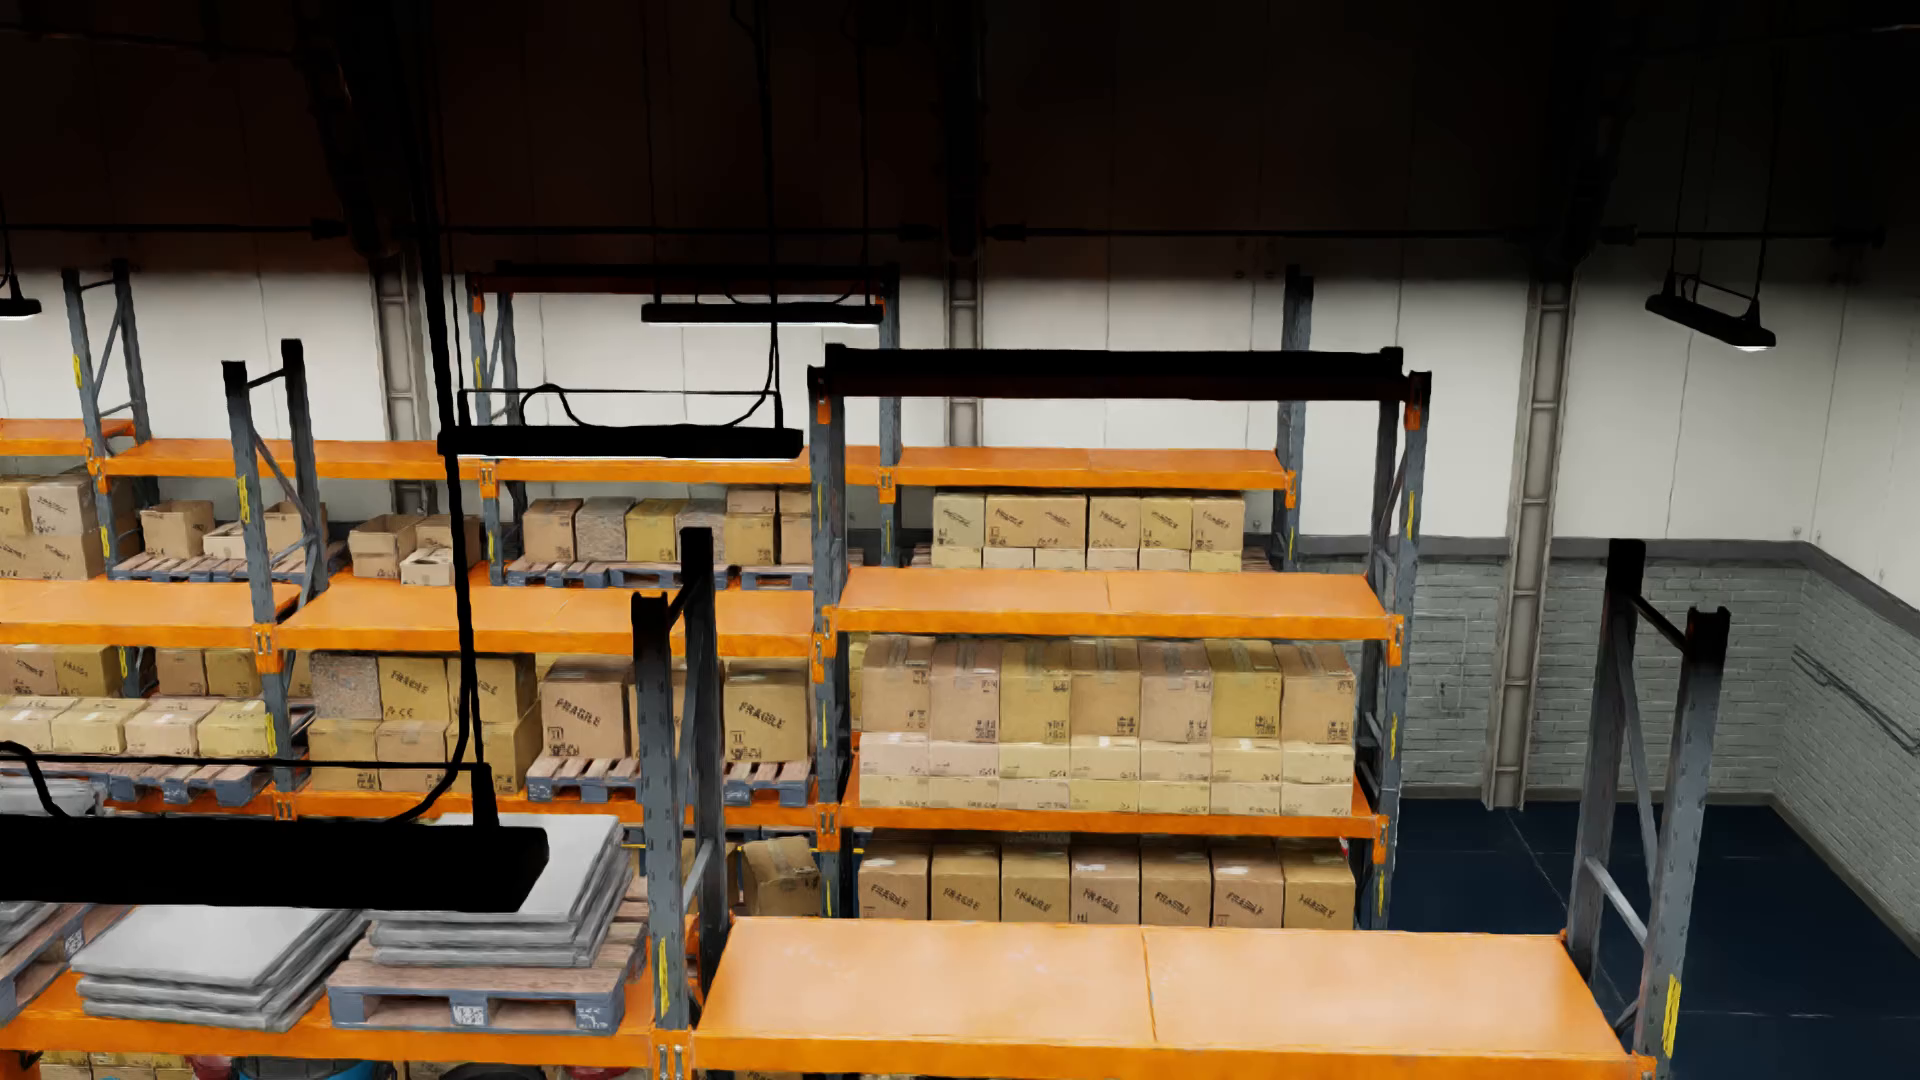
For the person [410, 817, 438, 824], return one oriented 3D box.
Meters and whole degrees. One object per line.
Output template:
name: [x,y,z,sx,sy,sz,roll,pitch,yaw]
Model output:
person: [-4.924,2.921,15.676,0.507,1.619,0.598,0,16,0]
